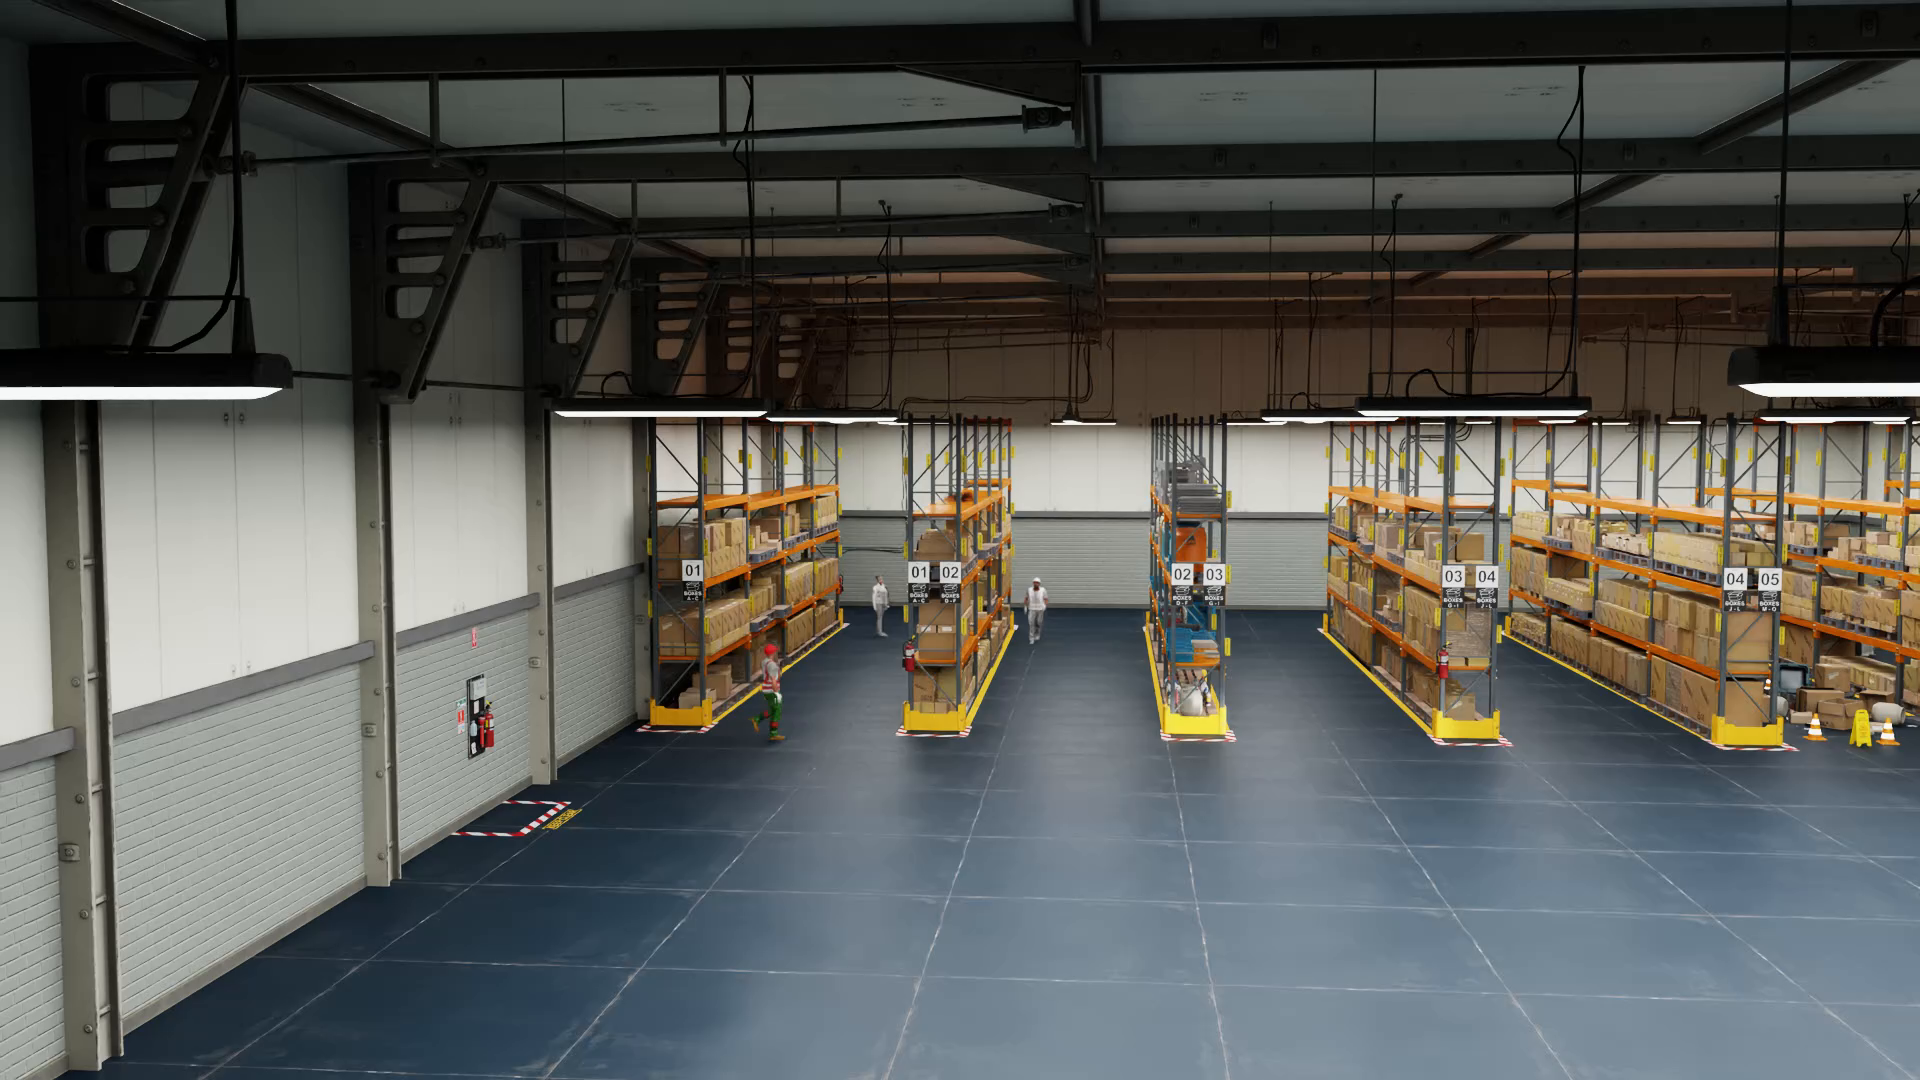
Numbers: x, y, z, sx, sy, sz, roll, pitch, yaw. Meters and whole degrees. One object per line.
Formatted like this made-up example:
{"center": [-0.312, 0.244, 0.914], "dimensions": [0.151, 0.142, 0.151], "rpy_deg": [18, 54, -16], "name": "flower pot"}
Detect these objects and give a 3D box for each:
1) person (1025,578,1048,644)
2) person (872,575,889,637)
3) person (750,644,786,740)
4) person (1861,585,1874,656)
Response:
{"center": [2.032, 1.900, 44.404], "dimensions": [0.642, 1.809, 0.878], "rpy_deg": [0, 4, 6], "name": "person"}
{"center": [-2.135, 1.794, 45.969], "dimensions": [0.538, 1.692, 0.520], "rpy_deg": [2, 5, 32], "name": "person"}
{"center": [-3.530, 2.778, 30.439], "dimensions": [0.688, 1.763, 0.563], "rpy_deg": [0, 4, 5], "name": "person"}
{"center": [22.766, 2.025, 41.849], "dimensions": [0.472, 1.789, 0.610], "rpy_deg": [2, 4, 28], "name": "person"}
